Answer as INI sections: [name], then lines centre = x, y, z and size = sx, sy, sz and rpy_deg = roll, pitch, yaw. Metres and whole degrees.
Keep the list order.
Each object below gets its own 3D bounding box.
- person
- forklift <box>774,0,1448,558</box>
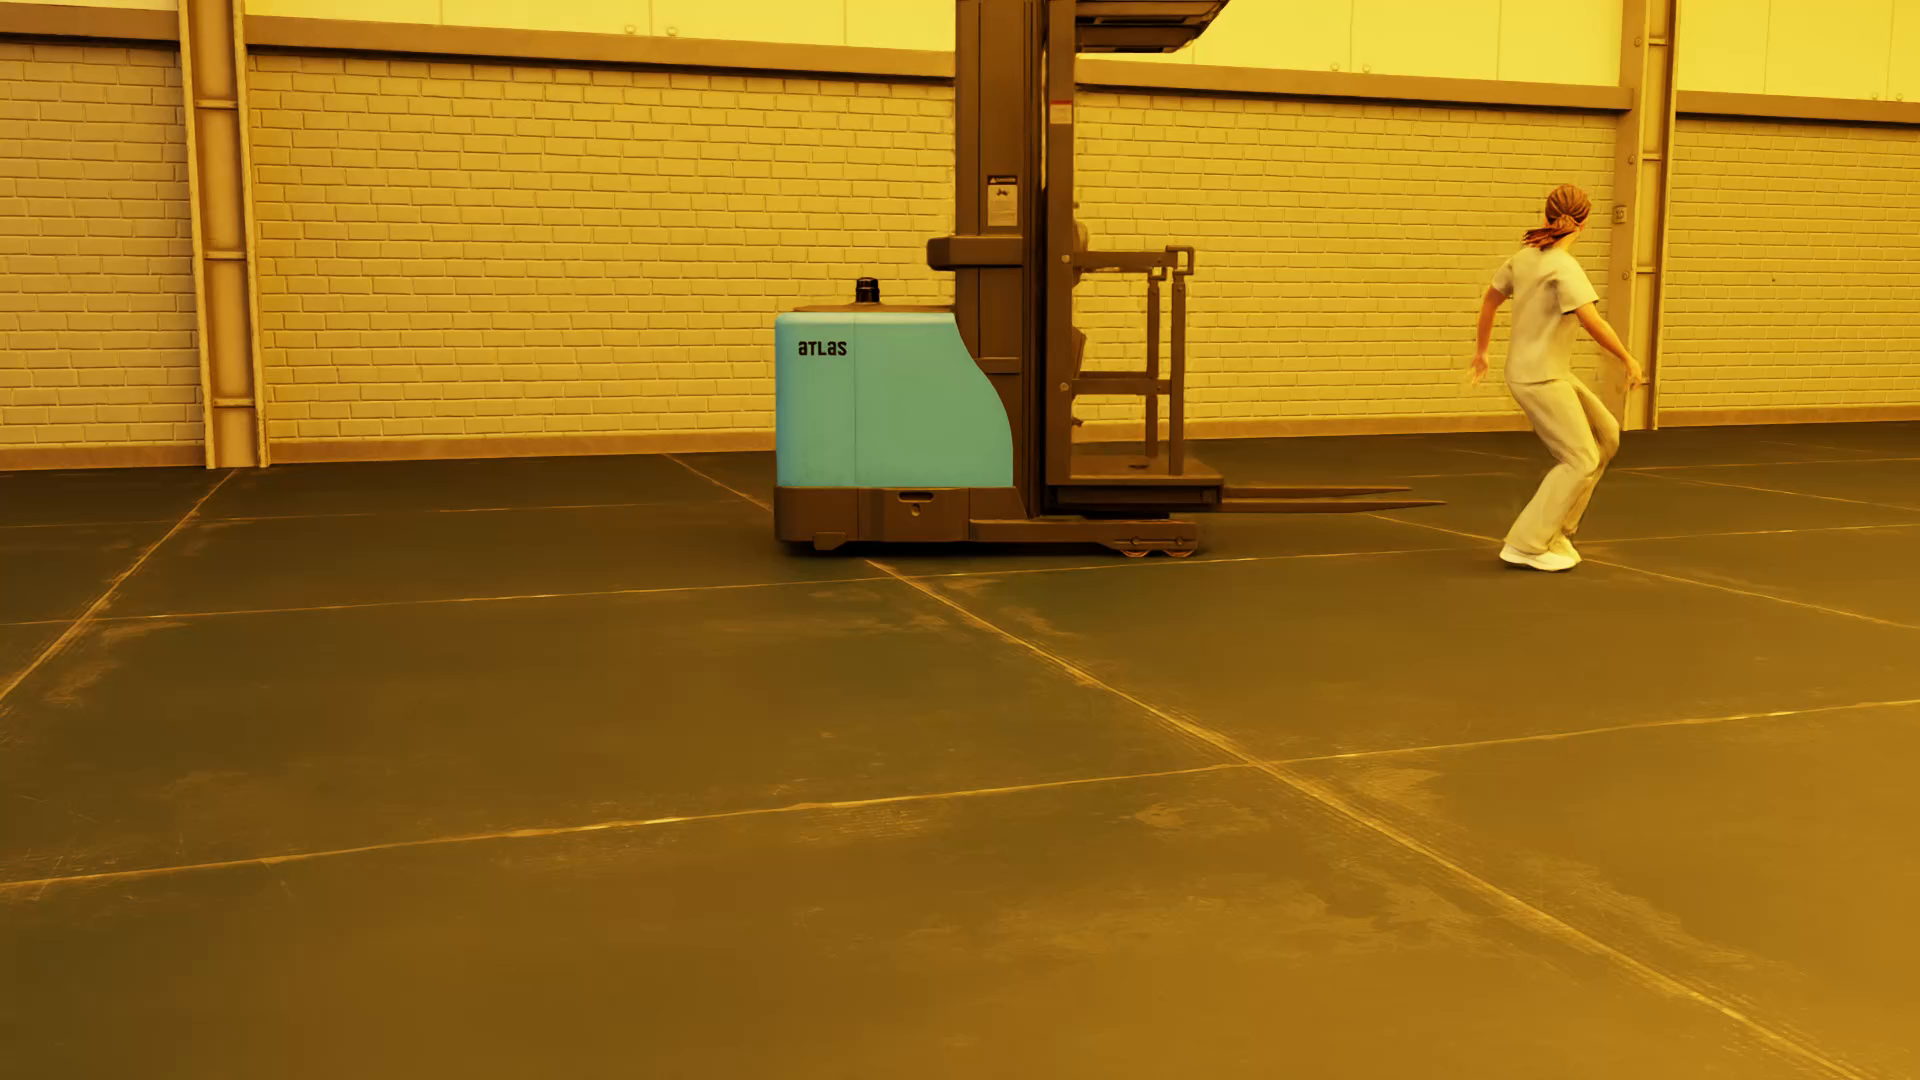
[person]
centre = 2.498, -0.672, 7.001
size = 0.655, 1.617, 0.616
rpy_deg = 2, 8, 11
[forklift]
centre = 0.689, -1.444, 7.669
size = 3.031, 2.935, 1.130
rpy_deg = 0, 8, 0
